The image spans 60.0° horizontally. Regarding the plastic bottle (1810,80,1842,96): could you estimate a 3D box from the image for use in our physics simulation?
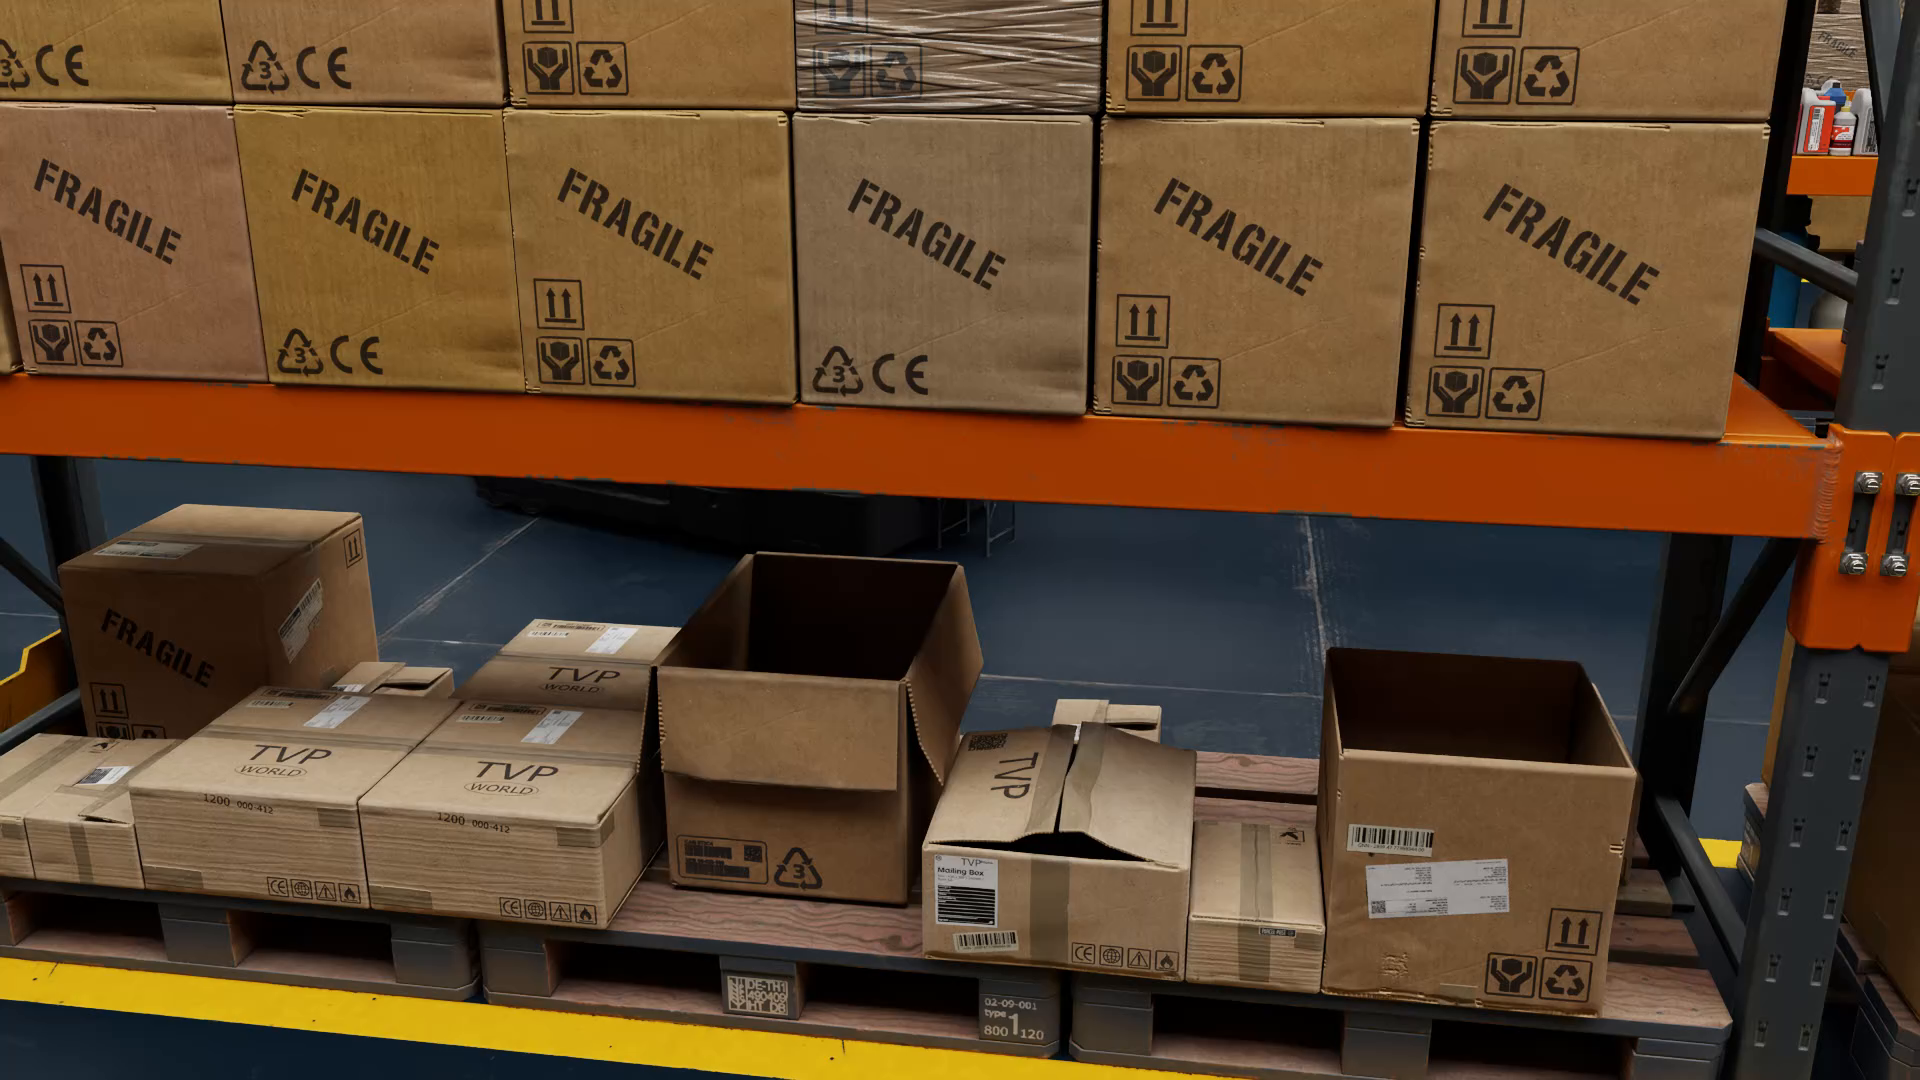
[{"bbox_3d":[4.012,-2.006,7.766,0.135,0.276,0.152,3,19,9],"label":"plastic bottle"}]

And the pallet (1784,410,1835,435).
[{"bbox_3d":[4.315,-0.611,7.795,1.213,0.211,1.003,3,19,9],"label":"pallet"}]

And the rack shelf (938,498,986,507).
[{"bbox_3d":[0.065,-0.204,6.166,0.200,0.077,0.258,10,21,27],"label":"rack shelf"}]

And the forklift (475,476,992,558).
[{"bbox_3d":[-1.357,-1.623,6.535,3.031,2.935,1.130,11,21,29],"label":"forklift"}]

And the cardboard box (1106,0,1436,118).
[{"bbox_3d":[0.515,-0.985,2.785,0.500,0.500,0.500,3,19,8],"label":"cardboard box"}]

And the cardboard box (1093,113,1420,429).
[{"bbox_3d":[0.519,-0.512,2.947,0.500,0.500,0.500,3,19,10],"label":"cardboard box"}]

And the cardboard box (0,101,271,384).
[{"bbox_3d":[-1.481,-0.613,3.251,0.500,0.500,0.500,3,19,8],"label":"cardboard box"}]

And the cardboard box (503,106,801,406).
[{"bbox_3d":[-0.492,-0.561,3.096,0.500,0.500,0.500,3,19,9],"label":"cardboard box"}]

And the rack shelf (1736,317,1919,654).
[{"bbox_3d":[3.537,-0.052,2.865,4.000,0.370,1.077,3,19,9],"label":"rack shelf"}]

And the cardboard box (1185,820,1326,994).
[{"bbox_3d":[0.575,0.710,3.255,0.250,0.149,0.380,3,19,9],"label":"cardboard box"}]

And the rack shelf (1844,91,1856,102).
[{"bbox_3d":[5.112,-3.155,12.140,4.000,0.370,1.077,3,19,9],"label":"rack shelf"}]

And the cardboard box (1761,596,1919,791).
[{"bbox_3d":[2.095,0.418,3.573,0.500,0.500,0.500,3,19,8],"label":"cardboard box"}]

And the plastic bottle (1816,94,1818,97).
[{"bbox_3d":[3.686,-1.845,7.286,0.135,0.276,0.152,3,19,9],"label":"plastic bottle"}]

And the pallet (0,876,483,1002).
[{"bbox_3d":[-1.525,0.671,3.965,1.213,0.211,1.003,3,19,9],"label":"pallet"}]

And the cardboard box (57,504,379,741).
[{"bbox_3d":[-1.811,0.232,4.129,0.500,0.500,0.500,3,19,9],"label":"cardboard box"}]

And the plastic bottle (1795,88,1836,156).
[{"bbox_3d":[3.662,-1.797,7.143,0.135,0.276,0.152,3,19,9],"label":"plastic bottle"}]

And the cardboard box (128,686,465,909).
[{"bbox_3d":[-1.402,0.542,3.597,0.500,0.250,0.500,3,19,9],"label":"cardboard box"}]

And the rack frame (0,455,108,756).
[{"bbox_3d":[-2.387,-0.695,3.653,0.127,3.000,1.000,3,19,9],"label":"rack frame"}]

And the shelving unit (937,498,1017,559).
[{"bbox_3d":[0.065,-0.407,6.098,0.210,0.900,0.258,10,21,27],"label":"shelving unit"}]

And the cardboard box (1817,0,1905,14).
[{"bbox_3d":[6.367,-3.961,11.675,0.637,0.503,0.797,4,19,11],"label":"cardboard box"}]

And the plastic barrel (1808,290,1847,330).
[{"bbox_3d":[4.128,-0.940,7.644,0.421,0.512,0.421,0,18,0],"label":"plastic barrel"}]

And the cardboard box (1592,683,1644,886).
[{"bbox_3d":[1.182,0.484,3.674,0.500,0.311,0.500,3,19,9],"label":"cardboard box"}]

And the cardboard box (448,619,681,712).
[{"bbox_3d":[-0.878,0.408,3.998,0.500,0.250,0.500,3,19,9],"label":"cardboard box"}]

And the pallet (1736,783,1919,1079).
[{"bbox_3d":[2.371,0.858,3.407,1.213,0.211,1.003,3,19,9],"label":"pallet"}]

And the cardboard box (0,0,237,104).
[{"bbox_3d":[-1.474,-1.088,3.094,0.500,0.500,0.500,3,19,9],"label":"cardboard box"}]

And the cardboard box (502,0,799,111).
[{"bbox_3d":[-0.479,-1.036,2.938,0.500,0.500,0.500,3,19,8],"label":"cardboard box"}]

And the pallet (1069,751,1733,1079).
[{"bbox_3d":[0.884,0.794,3.598,1.213,0.211,1.003,3,19,9],"label":"pallet"}]

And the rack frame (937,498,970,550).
[{"bbox_3d":[-0.024,-0.422,6.145,0.006,0.900,0.240,10,21,27],"label":"rack frame"}]

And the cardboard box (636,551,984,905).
[{"bbox_3d":[-0.294,0.388,3.656,0.637,0.503,0.797,3,19,9],"label":"cardboard box"}]

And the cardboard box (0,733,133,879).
[{"bbox_3d":[-2.028,0.577,3.651,0.250,0.149,0.380,3,19,9],"label":"cardboard box"}]

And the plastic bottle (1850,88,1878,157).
[{"bbox_3d":[3.891,-1.786,7.108,0.135,0.276,0.152,3,19,9],"label":"plastic bottle"}]

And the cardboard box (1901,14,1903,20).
[{"bbox_3d":[6.560,-3.390,11.551,0.500,0.500,0.500,4,19,10],"label":"cardboard box"}]
